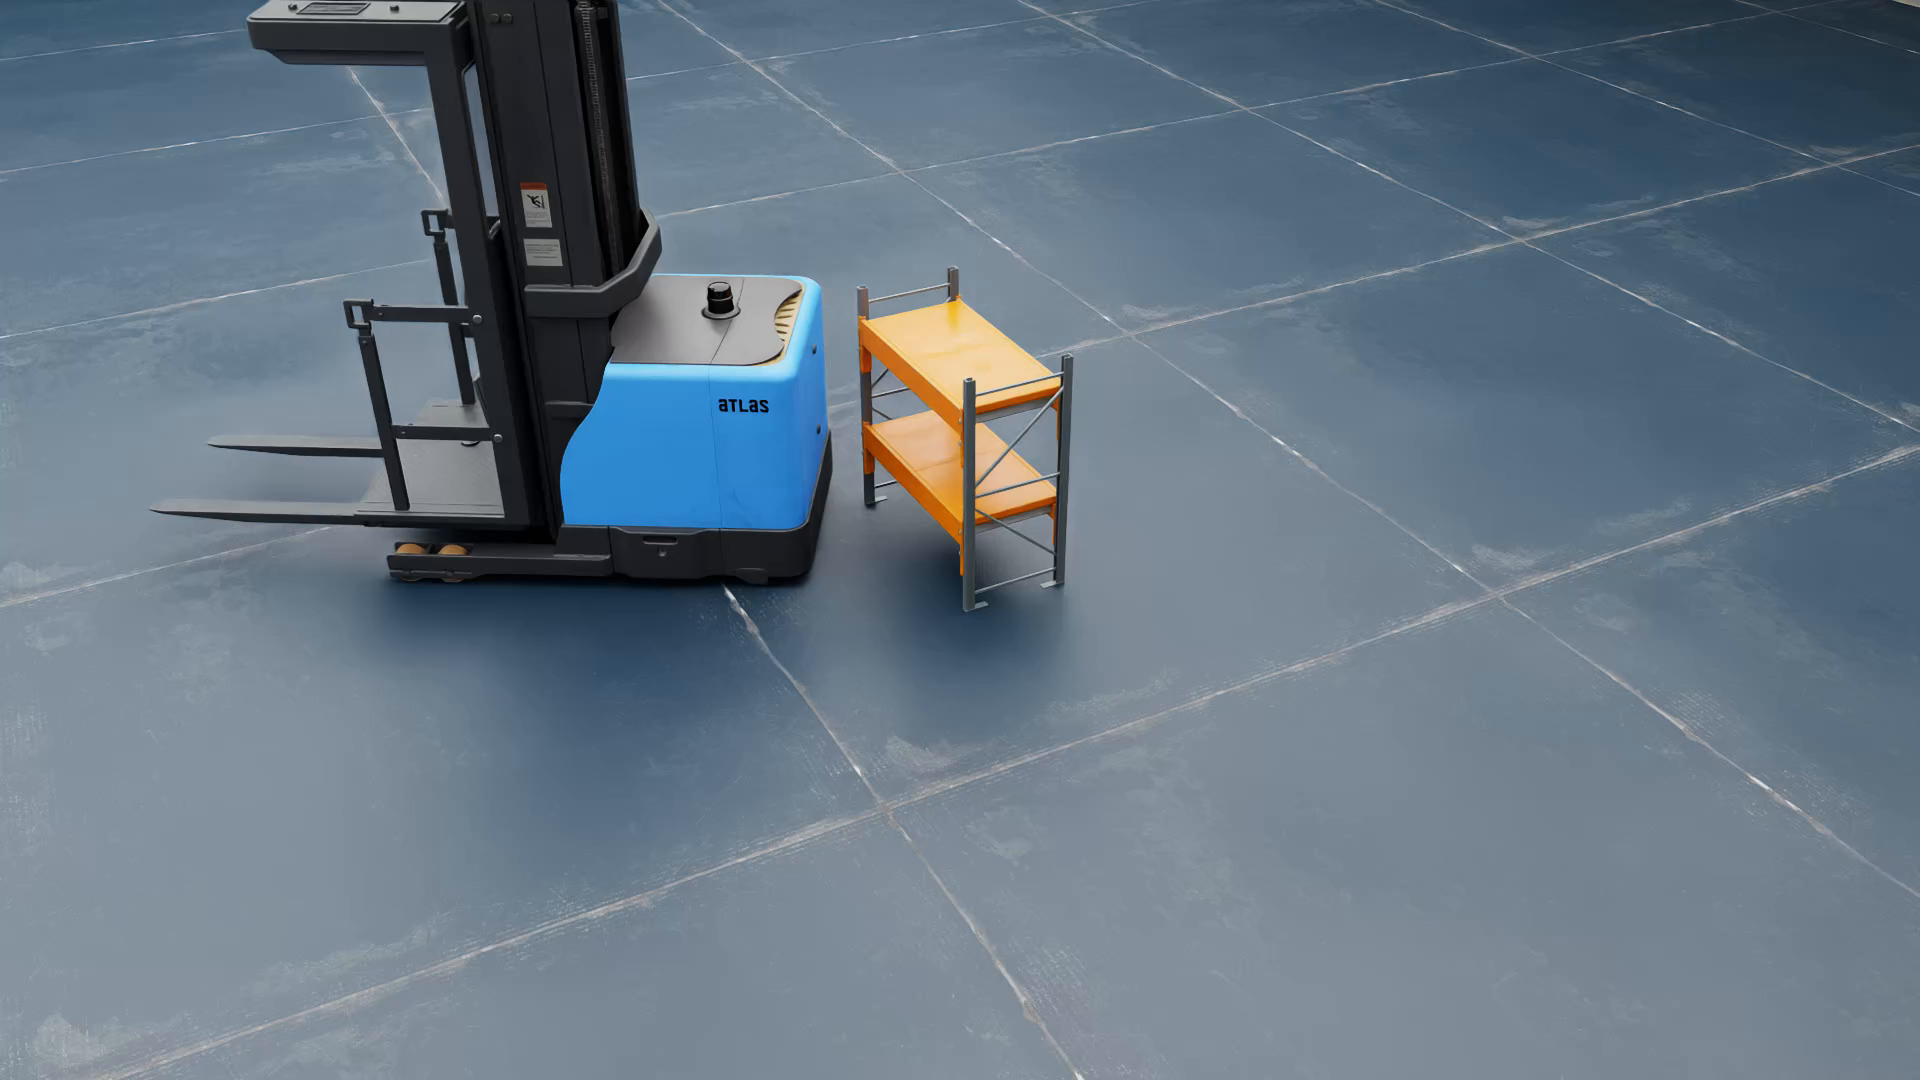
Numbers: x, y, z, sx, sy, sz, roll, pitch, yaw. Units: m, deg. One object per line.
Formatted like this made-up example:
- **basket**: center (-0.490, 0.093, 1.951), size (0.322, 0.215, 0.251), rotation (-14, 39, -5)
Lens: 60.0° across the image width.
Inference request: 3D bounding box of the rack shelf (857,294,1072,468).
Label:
- **rack shelf**: center (0.003, -0.717, 7.284), size (0.538, 0.278, 1.000), rotation (-16, 36, -23)

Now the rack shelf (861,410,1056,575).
- **rack shelf**: center (0.003, -0.265, 7.573), size (0.538, 0.278, 1.000), rotation (-16, 36, -23)

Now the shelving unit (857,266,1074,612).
- **shelving unit**: center (0.003, -0.470, 7.442), size (0.538, 1.125, 1.048), rotation (-16, 36, -23)

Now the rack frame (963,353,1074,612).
- **rack frame**: center (0.240, -0.228, 7.063), size (0.500, 1.125, 0.032), rotation (-16, 36, -23)

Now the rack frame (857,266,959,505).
- **rack frame**: center (-0.234, -0.713, 7.820), size (0.500, 1.125, 0.032), rotation (-16, 36, -23)

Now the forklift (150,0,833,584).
- **forklift**: center (-2.157, -1.327, 7.104), size (3.031, 2.935, 1.130), rotation (1, 33, 2)
